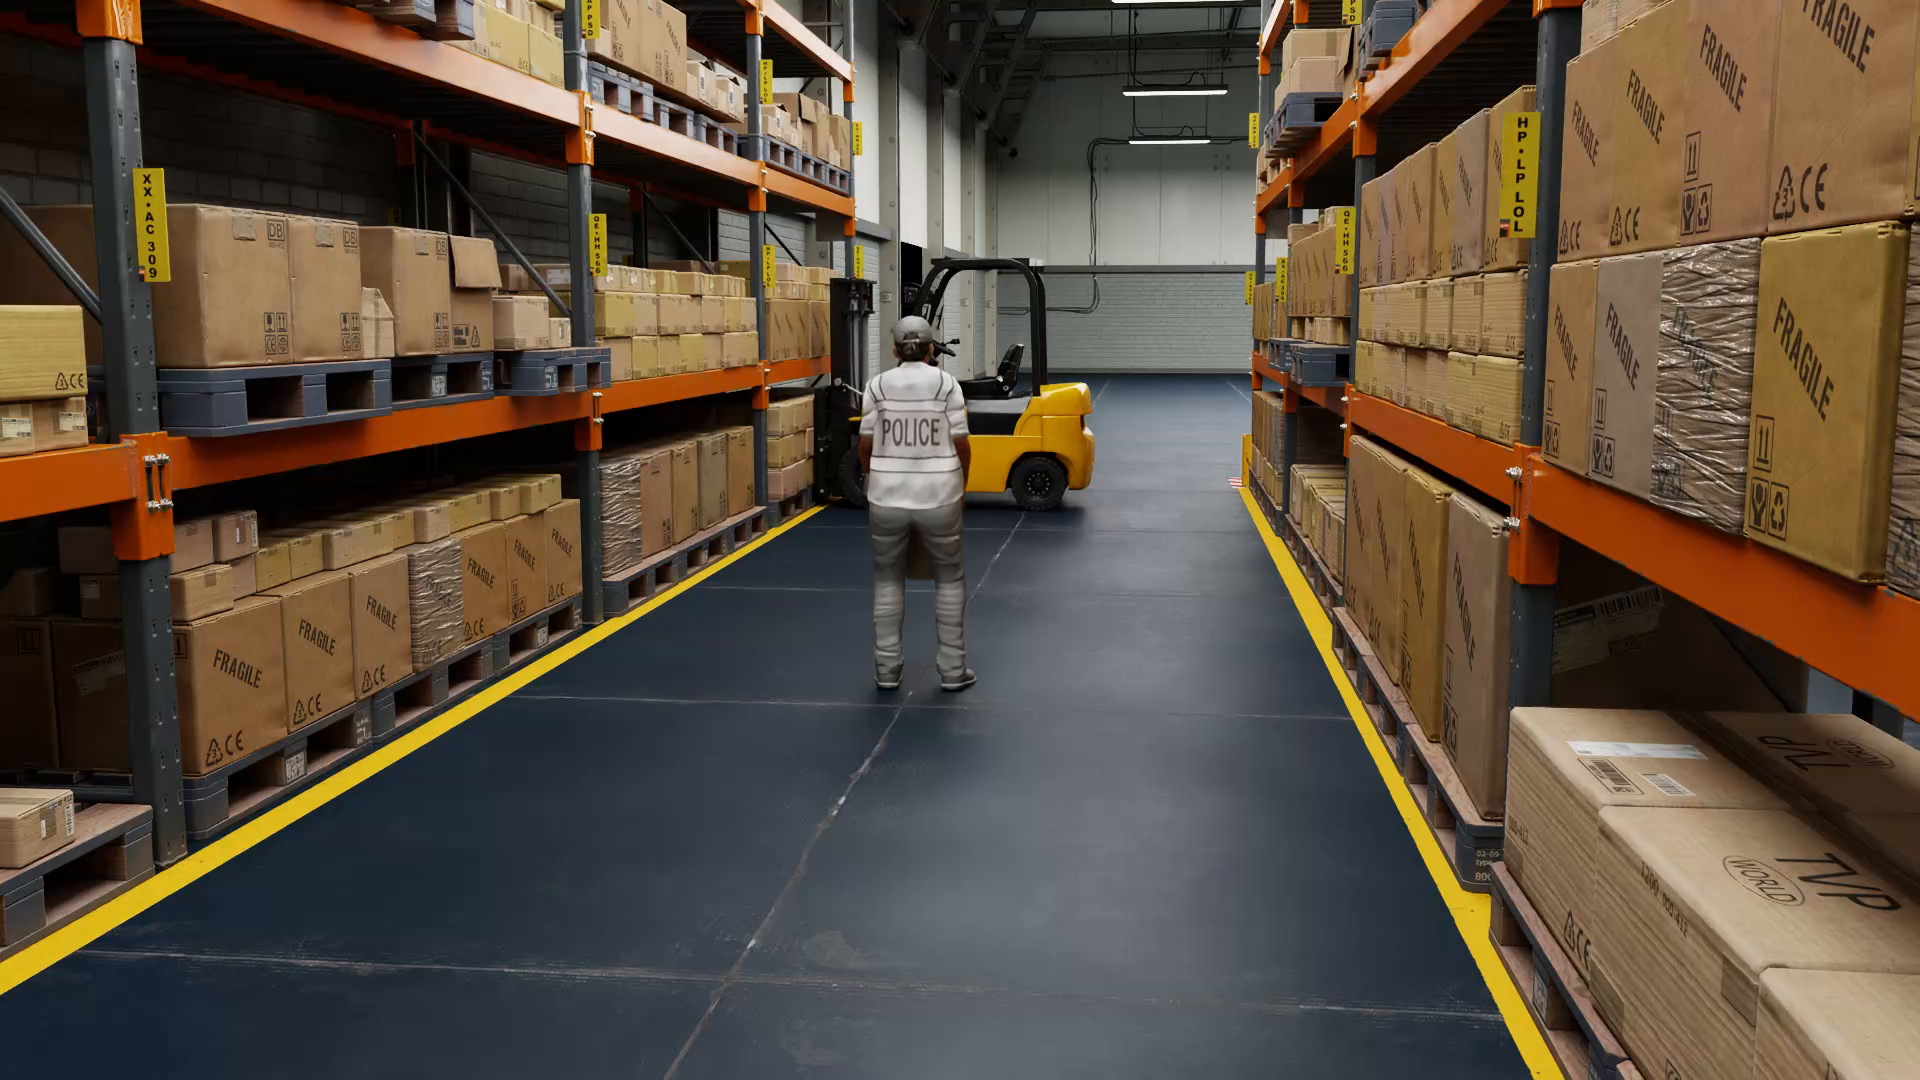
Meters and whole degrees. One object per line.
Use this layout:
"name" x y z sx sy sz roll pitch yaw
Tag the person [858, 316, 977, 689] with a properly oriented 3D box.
"person" -0.191 -0.163 7.461 0.521 1.671 0.415 1 8 5
